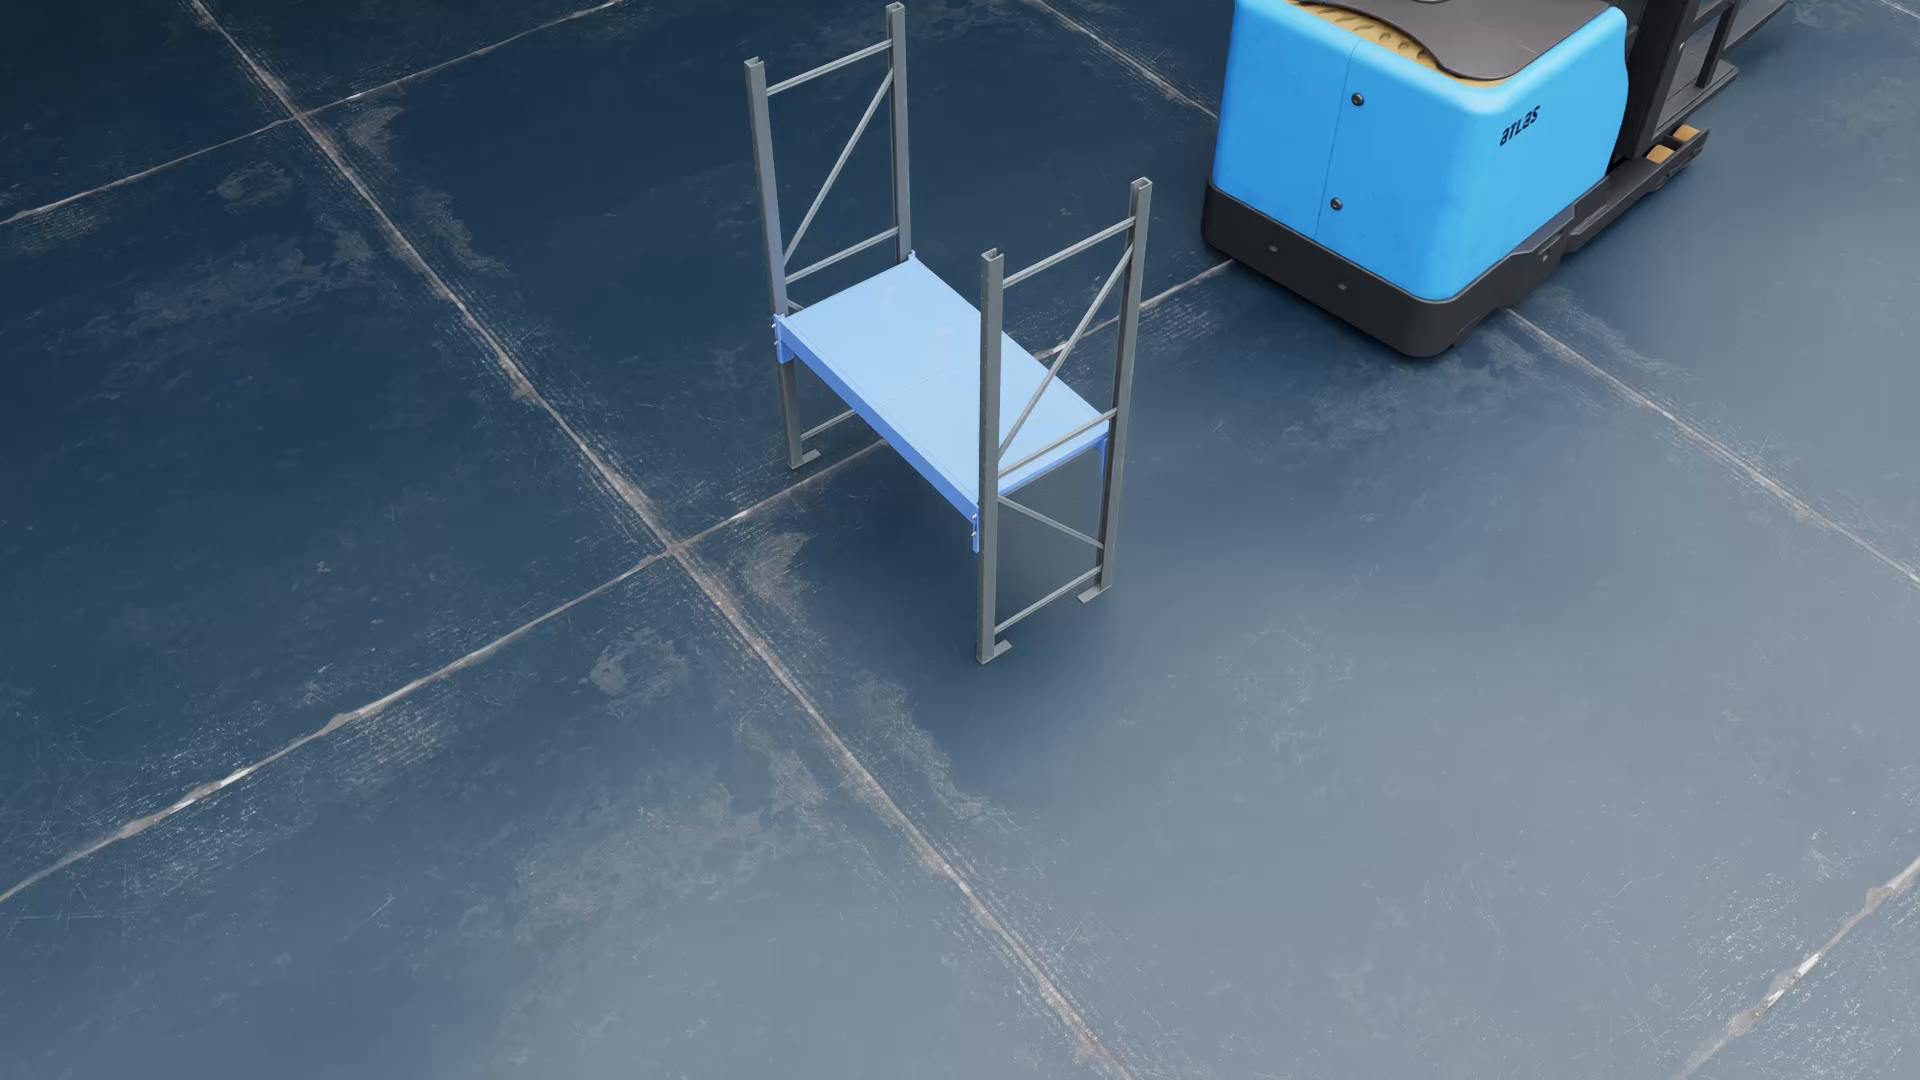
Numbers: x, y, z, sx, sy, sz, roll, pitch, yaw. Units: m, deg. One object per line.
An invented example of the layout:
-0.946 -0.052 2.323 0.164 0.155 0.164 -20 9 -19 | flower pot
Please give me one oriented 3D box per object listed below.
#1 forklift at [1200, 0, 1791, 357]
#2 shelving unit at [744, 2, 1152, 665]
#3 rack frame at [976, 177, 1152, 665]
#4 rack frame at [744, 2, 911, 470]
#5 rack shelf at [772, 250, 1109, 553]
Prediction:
2.295 -2.598 5.627 3.031 2.935 1.130 -36 57 -28 | forklift
-0.052 -0.554 4.740 0.538 1.500 1.048 -29 54 -24 | shelving unit
0.256 -0.254 4.468 0.500 1.500 0.032 -29 54 -24 | rack frame
-0.359 -0.854 5.012 0.500 1.500 0.032 -29 54 -24 | rack frame
-0.052 -0.433 4.873 0.538 0.185 1.000 -29 54 -24 | rack shelf
